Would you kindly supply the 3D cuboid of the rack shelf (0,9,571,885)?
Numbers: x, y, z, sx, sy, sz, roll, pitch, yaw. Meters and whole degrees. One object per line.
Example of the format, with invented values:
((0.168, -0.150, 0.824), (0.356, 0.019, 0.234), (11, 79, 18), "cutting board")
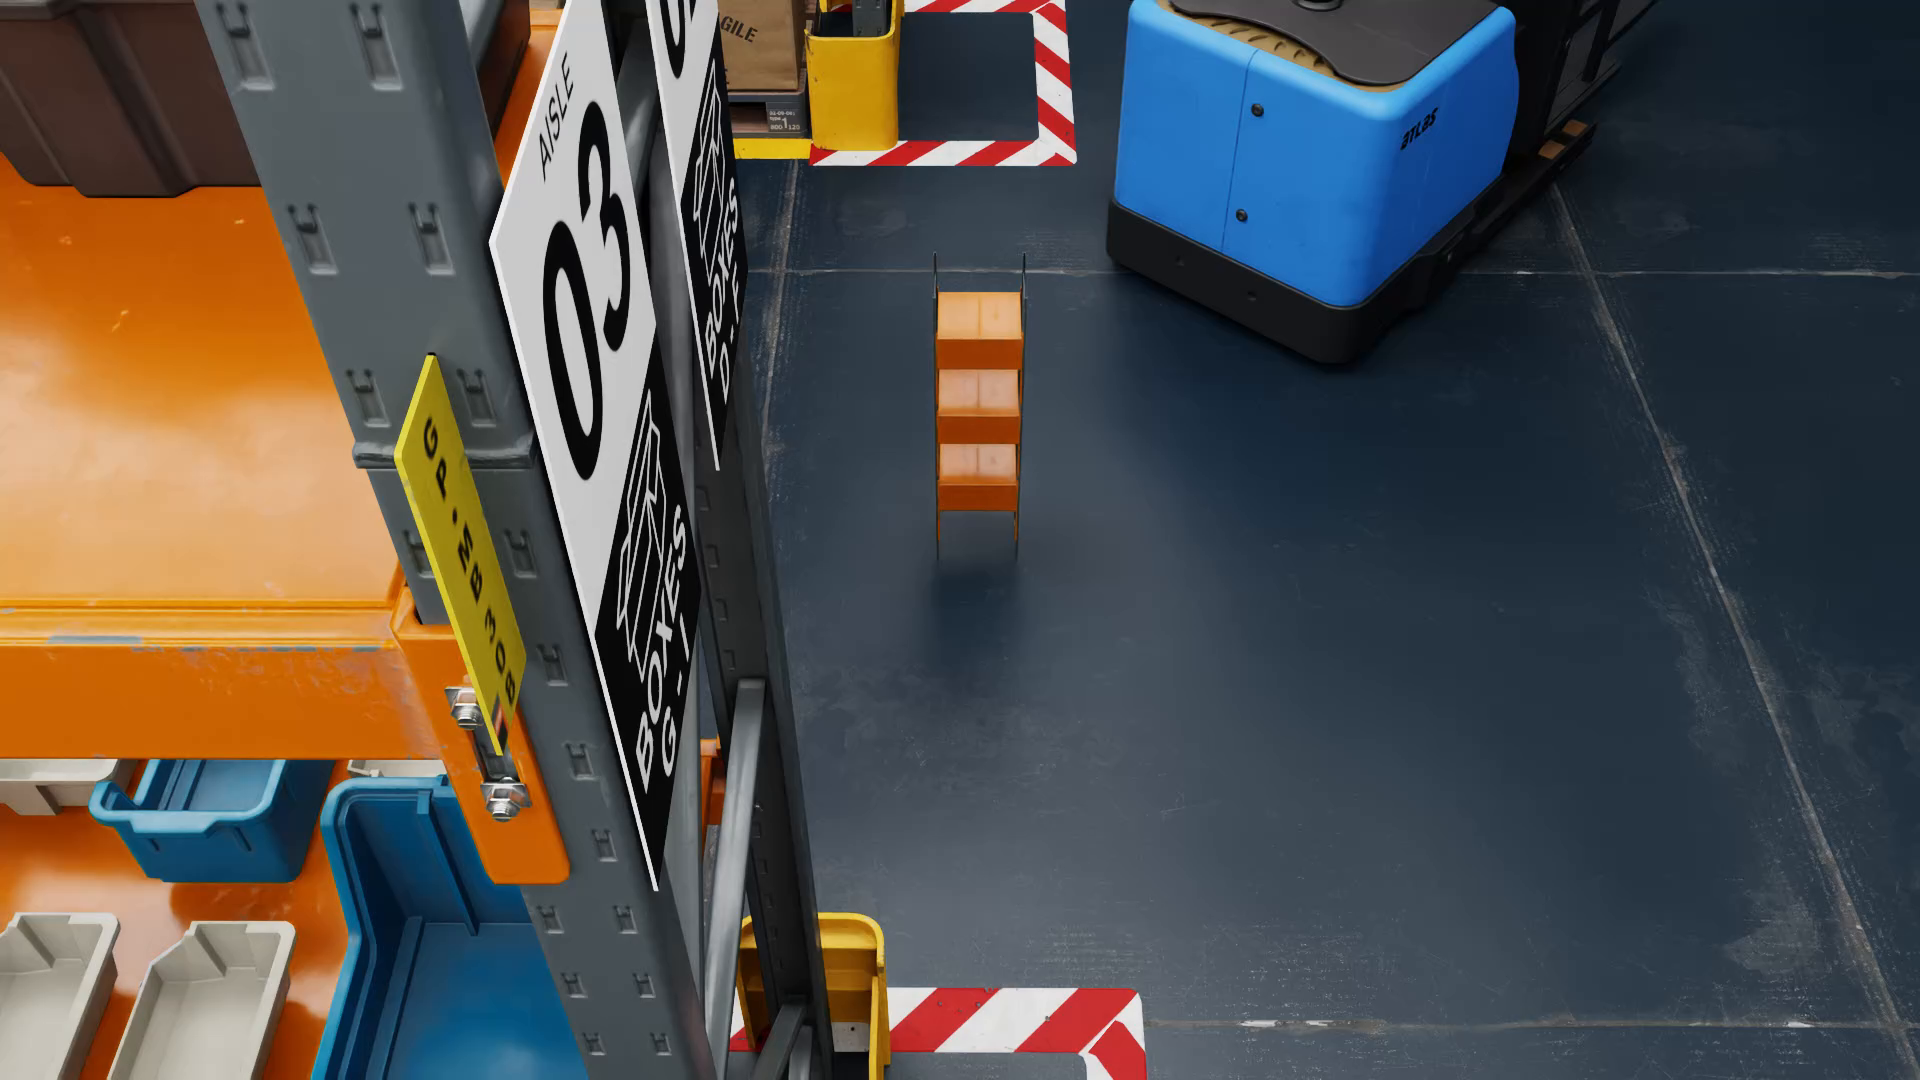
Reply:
((-2.370, -0.177, 1.808), (4.000, 0.370, 1.077), (0, 47, 0), "rack shelf")

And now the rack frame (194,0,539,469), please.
((-0.370, -1.439, 0.442), (0.127, 3.000, 1.000), (0, 47, 0), "rack frame")

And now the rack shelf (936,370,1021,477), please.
((0.054, -0.350, 4.873), (0.240, 0.259, 0.215), (0, 47, 0), "rack shelf")

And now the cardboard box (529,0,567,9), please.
((-1.842, -2.080, 6.714), (0.500, 0.250, 0.500), (0, 47, 0), "cardboard box")

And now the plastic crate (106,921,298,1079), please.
((-1.186, 0.805, 2.591), (0.243, 0.136, 0.396), (0, 47, 0), "plastic crate")

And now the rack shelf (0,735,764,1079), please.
((-2.370, 0.845, 2.906), (4.000, 0.370, 1.077), (0, 47, 0), "rack shelf")

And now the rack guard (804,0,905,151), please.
((-0.424, -2.169, 6.928), (0.348, 0.500, 1.175), (0, 47, 0), "rack guard")

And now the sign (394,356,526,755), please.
((-0.356, 0.021, 1.203), (0.005, 0.325, 0.100), (0, 47, 0), "sign")

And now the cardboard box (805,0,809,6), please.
((-0.765, -2.452, 7.130), (0.250, 0.149, 0.380), (0, 47, 0), "cardboard box")

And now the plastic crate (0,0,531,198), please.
((-0.754, -0.578, 1.779), (0.590, 0.269, 0.497), (0, 47, 0), "plastic crate")

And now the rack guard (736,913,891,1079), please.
((-0.346, 1.447, 3.562), (0.348, 0.500, 1.175), (0, 47, 0), "rack guard")

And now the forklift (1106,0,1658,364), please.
((1.875, -2.615, 5.682), (1.130, 2.935, 3.031), (32, 55, 26), "forklift")

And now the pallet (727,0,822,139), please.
((-1.221, -2.072, 7.035), (1.213, 0.211, 1.003), (0, 47, 0), "pallet")

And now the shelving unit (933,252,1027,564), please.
((0.054, -0.358, 4.866), (0.252, 1.050, 0.215), (0, 47, 0), "shelving unit")

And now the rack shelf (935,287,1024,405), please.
((0.054, -0.544, 4.666), (0.240, 0.259, 0.215), (0, 47, 0), "rack shelf")

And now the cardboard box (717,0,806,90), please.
((-0.892, -2.140, 6.600), (0.500, 0.500, 0.500), (0, 47, 0), "cardboard box")

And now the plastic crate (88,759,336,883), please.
((-1.274, 0.398, 2.904), (0.300, 0.233, 0.416), (0, 47, 0), "plastic crate")

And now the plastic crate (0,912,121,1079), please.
((-1.476, 0.793, 2.602), (0.243, 0.136, 0.396), (0, 47, 0), "plastic crate")

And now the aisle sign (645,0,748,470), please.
((-0.297, -0.498, 1.888), (0.004, 0.787, 0.394), (0, 47, 0), "aisle sign")

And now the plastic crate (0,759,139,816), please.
((-1.614, 0.369, 2.996), (0.298, 0.136, 0.250), (0, 47, 0), "plastic crate")

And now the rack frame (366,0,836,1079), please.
((-0.370, 0.605, 2.638), (0.127, 3.000, 1.000), (0, 47, 0), "rack frame")

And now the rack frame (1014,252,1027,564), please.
((0.176, -0.357, 4.865), (0.008, 1.050, 0.200), (0, 47, 0), "rack frame")

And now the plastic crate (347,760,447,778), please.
((-0.936, 0.371, 2.994), (0.298, 0.136, 0.250), (0, 47, 0), "plastic crate")

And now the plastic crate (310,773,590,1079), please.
((-0.705, 0.708, 2.476), (0.499, 0.435, 0.616), (0, 47, 0), "plastic crate")

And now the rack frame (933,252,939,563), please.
((-0.068, -0.358, 4.866), (0.008, 1.050, 0.200), (0, 47, 0), "rack frame")

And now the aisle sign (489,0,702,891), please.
((-0.299, -0.066, 1.486), (0.004, 0.787, 0.394), (0, 47, 0), "aisle sign")

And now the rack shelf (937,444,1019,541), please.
((0.054, -0.161, 5.077), (0.240, 0.259, 0.215), (0, 47, 0), "rack shelf")

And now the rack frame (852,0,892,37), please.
((-0.348, -3.021, 6.013), (0.127, 3.000, 1.000), (0, 47, 0), "rack frame")
